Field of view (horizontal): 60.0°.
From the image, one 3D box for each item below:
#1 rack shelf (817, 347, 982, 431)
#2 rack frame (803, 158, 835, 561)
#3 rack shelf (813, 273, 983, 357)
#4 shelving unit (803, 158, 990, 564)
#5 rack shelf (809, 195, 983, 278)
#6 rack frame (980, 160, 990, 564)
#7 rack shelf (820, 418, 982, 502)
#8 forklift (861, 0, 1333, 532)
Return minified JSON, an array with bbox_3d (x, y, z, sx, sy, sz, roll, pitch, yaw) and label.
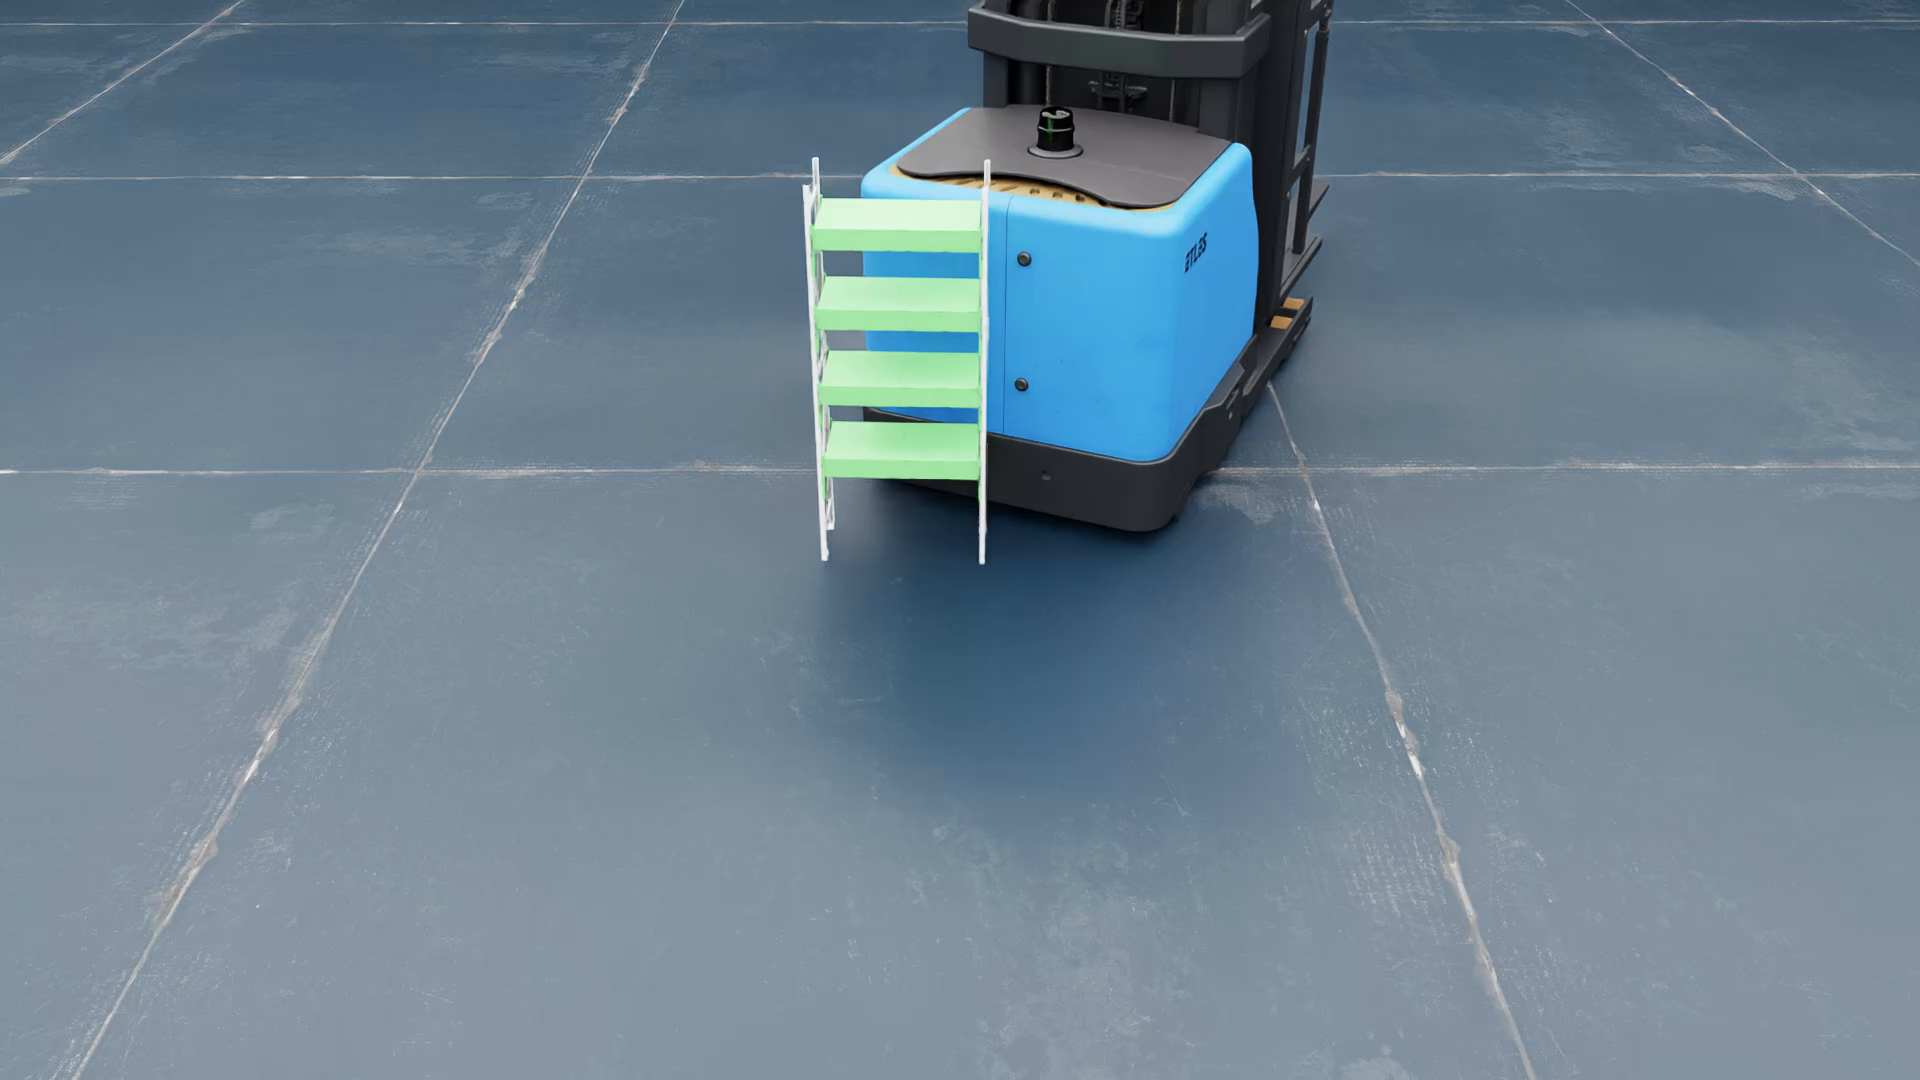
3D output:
[{"bbox_3d":[-0.171,-0.452,4.961,0.480,0.148,0.258,1,31,2],"label":"rack shelf"},{"bbox_3d":[-0.415,-0.511,4.936,0.015,1.200,0.240,1,31,2],"label":"rack frame"},{"bbox_3d":[-0.171,-0.657,4.837,0.480,0.148,0.258,1,31,2],"label":"rack shelf"},{"bbox_3d":[-0.171,-0.506,4.928,0.503,1.200,0.258,1,31,2],"label":"shelving unit"},{"bbox_3d":[-0.171,-0.862,4.712,0.480,0.148,0.258,1,31,2],"label":"rack shelf"},{"bbox_3d":[0.073,-0.502,4.920,0.015,1.200,0.240,1,31,2],"label":"rack frame"},{"bbox_3d":[-0.171,-0.247,5.086,0.480,0.148,0.258,1,31,2],"label":"rack shelf"},{"bbox_3d":[0.739,-2.027,5.765,1.130,2.935,3.031,13,34,20],"label":"forklift"}]
